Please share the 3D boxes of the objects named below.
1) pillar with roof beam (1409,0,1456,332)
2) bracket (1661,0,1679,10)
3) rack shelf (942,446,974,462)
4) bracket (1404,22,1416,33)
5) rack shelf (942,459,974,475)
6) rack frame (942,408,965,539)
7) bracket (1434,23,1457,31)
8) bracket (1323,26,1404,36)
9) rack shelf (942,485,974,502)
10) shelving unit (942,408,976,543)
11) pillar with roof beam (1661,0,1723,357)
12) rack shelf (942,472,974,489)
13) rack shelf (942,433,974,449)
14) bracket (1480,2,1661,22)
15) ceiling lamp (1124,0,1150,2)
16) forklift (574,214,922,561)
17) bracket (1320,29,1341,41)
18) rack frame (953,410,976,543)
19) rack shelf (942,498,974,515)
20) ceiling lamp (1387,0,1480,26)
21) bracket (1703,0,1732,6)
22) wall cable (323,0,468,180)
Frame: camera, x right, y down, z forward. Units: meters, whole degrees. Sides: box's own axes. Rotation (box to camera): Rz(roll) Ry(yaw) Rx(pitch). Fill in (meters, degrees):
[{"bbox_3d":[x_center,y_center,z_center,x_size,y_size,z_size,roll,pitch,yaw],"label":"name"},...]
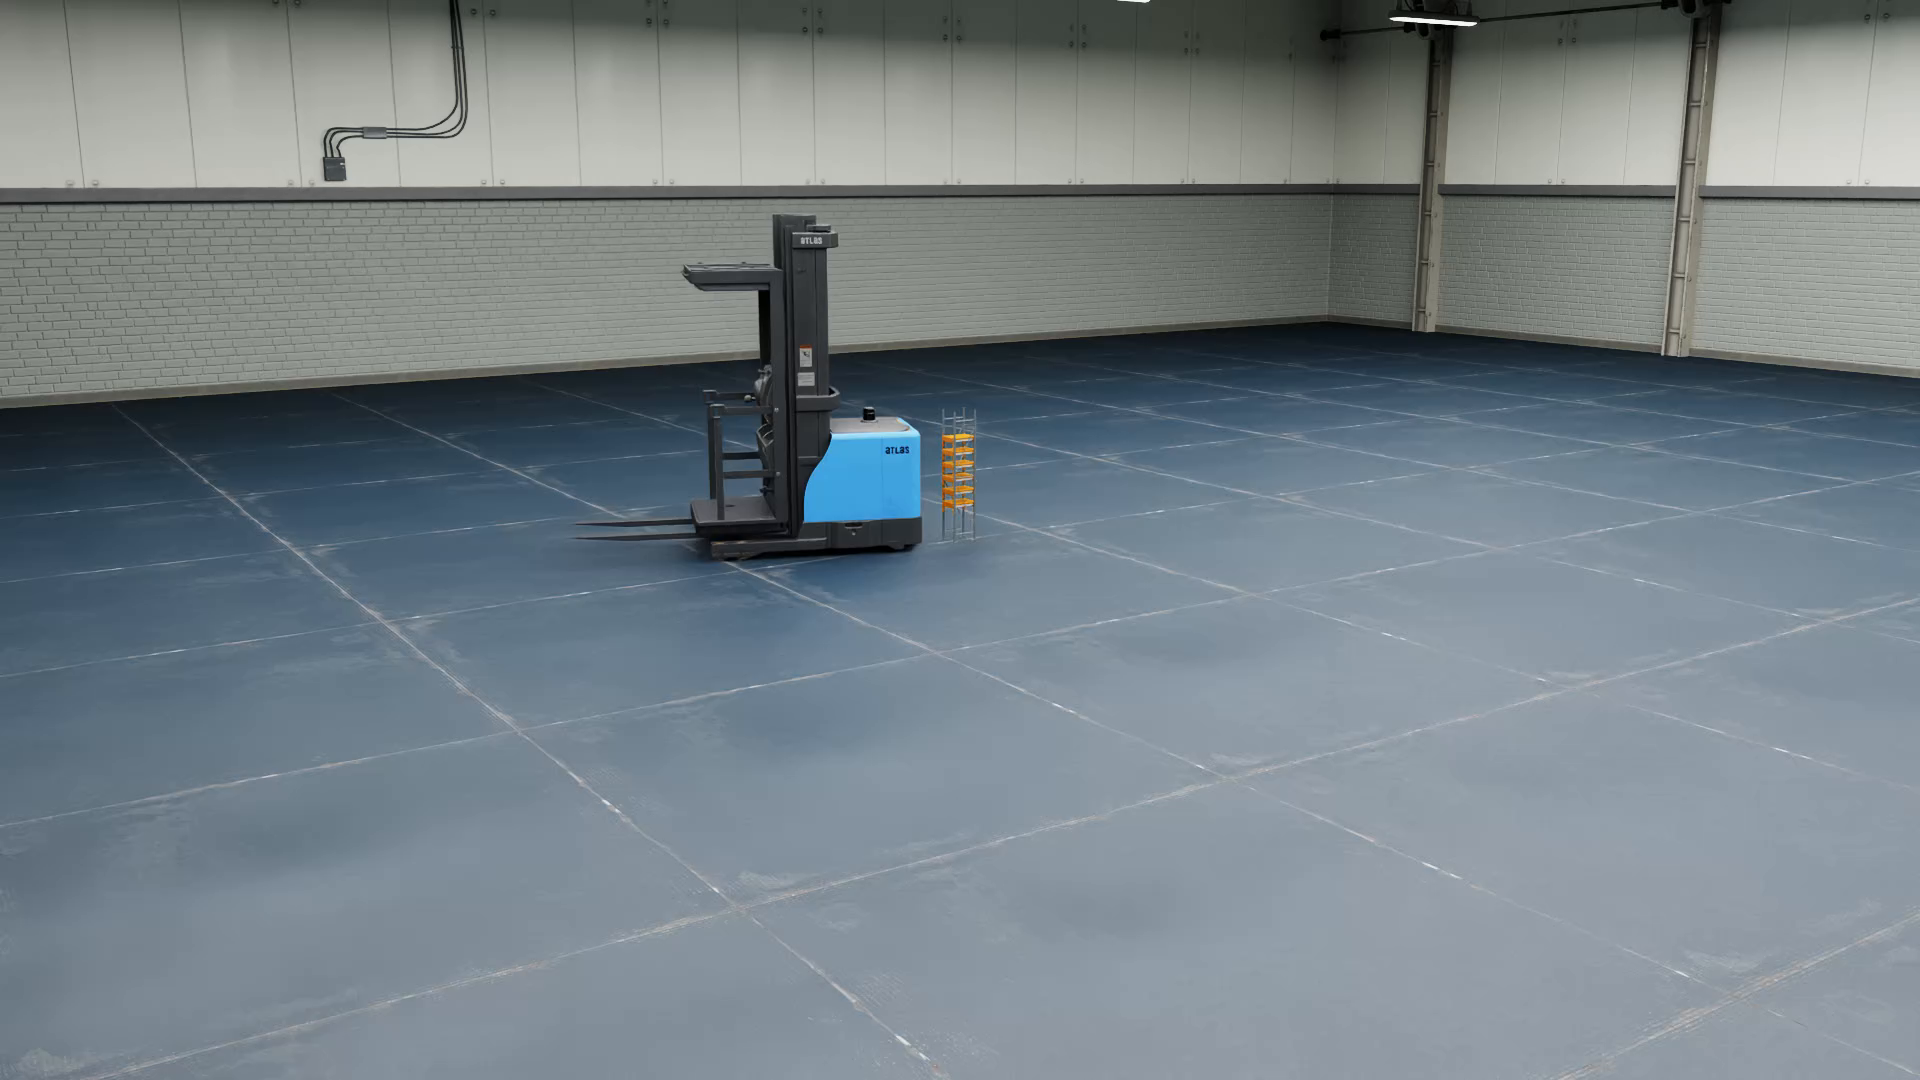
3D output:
[{"bbox_3d":[6.408,-8.389,32.546,9.100,9.000,0.548,-8,15,-33],"label":"pillar with roof beam"},{"bbox_3d":[12.791,-9.621,29.757,0.235,0.232,0.430,-8,15,-33],"label":"bracket"},{"bbox_3d":[-0.008,-0.780,15.092,0.258,0.103,0.180,-8,15,-33],"label":"rack shelf"},{"bbox_3d":[9.467,-10.688,34.637,0.235,0.232,0.430,-8,15,-33],"label":"bracket"},{"bbox_3d":[-0.008,-0.663,15.117,0.258,0.103,0.180,-8,15,-33],"label":"rack shelf"},{"bbox_3d":[-0.059,-0.605,15.208,0.240,1.200,0.006,-8,15,-33],"label":"rack frame"},{"bbox_3d":[9.927,-10.541,33.962,0.235,0.232,0.430,-8,15,-33],"label":"bracket"},{"bbox_3d":[8.481,-11.005,36.084,0.076,0.066,3.189,-8,15,-33],"label":"bracket"},{"bbox_3d":[-0.008,-0.428,15.169,0.258,0.103,0.180,-8,15,-33],"label":"rack shelf"},{"bbox_3d":[-0.008,-0.589,15.134,0.258,1.200,0.189,-8,15,-33],"label":"shelving unit"},{"bbox_3d":[9.733,-7.322,27.666,9.100,9.000,0.548,-8,15,-33],"label":"pillar with roof beam"},{"bbox_3d":[-0.008,-0.545,15.143,0.258,0.103,0.180,-8,15,-33],"label":"rack shelf"},{"bbox_3d":[-0.008,-0.897,15.066,0.258,0.103,0.180,-8,15,-33],"label":"rack shelf"},{"bbox_3d":[11.354,-10.083,31.866,0.076,0.066,4.783,-8,15,-33],"label":"bracket"},{"bbox_3d":[1.893,-9.607,24.452,2.000,3.185,0.800,-8,15,-33],"label":"ceiling lamp"},{"bbox_3d":[-1.910,-1.370,14.652,3.031,2.935,1.130,-3,13,-12],"label":"forklift"},{"bbox_3d":[8.154,-11.110,36.564,0.235,0.232,0.430,-8,15,-33],"label":"bracket"},{"bbox_3d":[0.043,-0.572,15.059,0.240,1.200,0.006,-8,15,-33],"label":"rack frame"},{"bbox_3d":[-0.008,-0.311,15.194,0.258,0.103,0.180,-8,15,-33],"label":"rack shelf"},{"bbox_3d":[8.004,-10.475,28.425,2.000,3.185,0.800,-8,15,-33],"label":"ceiling lamp"},{"bbox_3d":[13.251,-9.474,29.082,0.235,0.232,0.430,-8,15,-33],"label":"bracket"},{"bbox_3d":[-8.851,-8.632,25.700,2.305,6.003,0.169,-8,15,-33],"label":"wall cable"}]
